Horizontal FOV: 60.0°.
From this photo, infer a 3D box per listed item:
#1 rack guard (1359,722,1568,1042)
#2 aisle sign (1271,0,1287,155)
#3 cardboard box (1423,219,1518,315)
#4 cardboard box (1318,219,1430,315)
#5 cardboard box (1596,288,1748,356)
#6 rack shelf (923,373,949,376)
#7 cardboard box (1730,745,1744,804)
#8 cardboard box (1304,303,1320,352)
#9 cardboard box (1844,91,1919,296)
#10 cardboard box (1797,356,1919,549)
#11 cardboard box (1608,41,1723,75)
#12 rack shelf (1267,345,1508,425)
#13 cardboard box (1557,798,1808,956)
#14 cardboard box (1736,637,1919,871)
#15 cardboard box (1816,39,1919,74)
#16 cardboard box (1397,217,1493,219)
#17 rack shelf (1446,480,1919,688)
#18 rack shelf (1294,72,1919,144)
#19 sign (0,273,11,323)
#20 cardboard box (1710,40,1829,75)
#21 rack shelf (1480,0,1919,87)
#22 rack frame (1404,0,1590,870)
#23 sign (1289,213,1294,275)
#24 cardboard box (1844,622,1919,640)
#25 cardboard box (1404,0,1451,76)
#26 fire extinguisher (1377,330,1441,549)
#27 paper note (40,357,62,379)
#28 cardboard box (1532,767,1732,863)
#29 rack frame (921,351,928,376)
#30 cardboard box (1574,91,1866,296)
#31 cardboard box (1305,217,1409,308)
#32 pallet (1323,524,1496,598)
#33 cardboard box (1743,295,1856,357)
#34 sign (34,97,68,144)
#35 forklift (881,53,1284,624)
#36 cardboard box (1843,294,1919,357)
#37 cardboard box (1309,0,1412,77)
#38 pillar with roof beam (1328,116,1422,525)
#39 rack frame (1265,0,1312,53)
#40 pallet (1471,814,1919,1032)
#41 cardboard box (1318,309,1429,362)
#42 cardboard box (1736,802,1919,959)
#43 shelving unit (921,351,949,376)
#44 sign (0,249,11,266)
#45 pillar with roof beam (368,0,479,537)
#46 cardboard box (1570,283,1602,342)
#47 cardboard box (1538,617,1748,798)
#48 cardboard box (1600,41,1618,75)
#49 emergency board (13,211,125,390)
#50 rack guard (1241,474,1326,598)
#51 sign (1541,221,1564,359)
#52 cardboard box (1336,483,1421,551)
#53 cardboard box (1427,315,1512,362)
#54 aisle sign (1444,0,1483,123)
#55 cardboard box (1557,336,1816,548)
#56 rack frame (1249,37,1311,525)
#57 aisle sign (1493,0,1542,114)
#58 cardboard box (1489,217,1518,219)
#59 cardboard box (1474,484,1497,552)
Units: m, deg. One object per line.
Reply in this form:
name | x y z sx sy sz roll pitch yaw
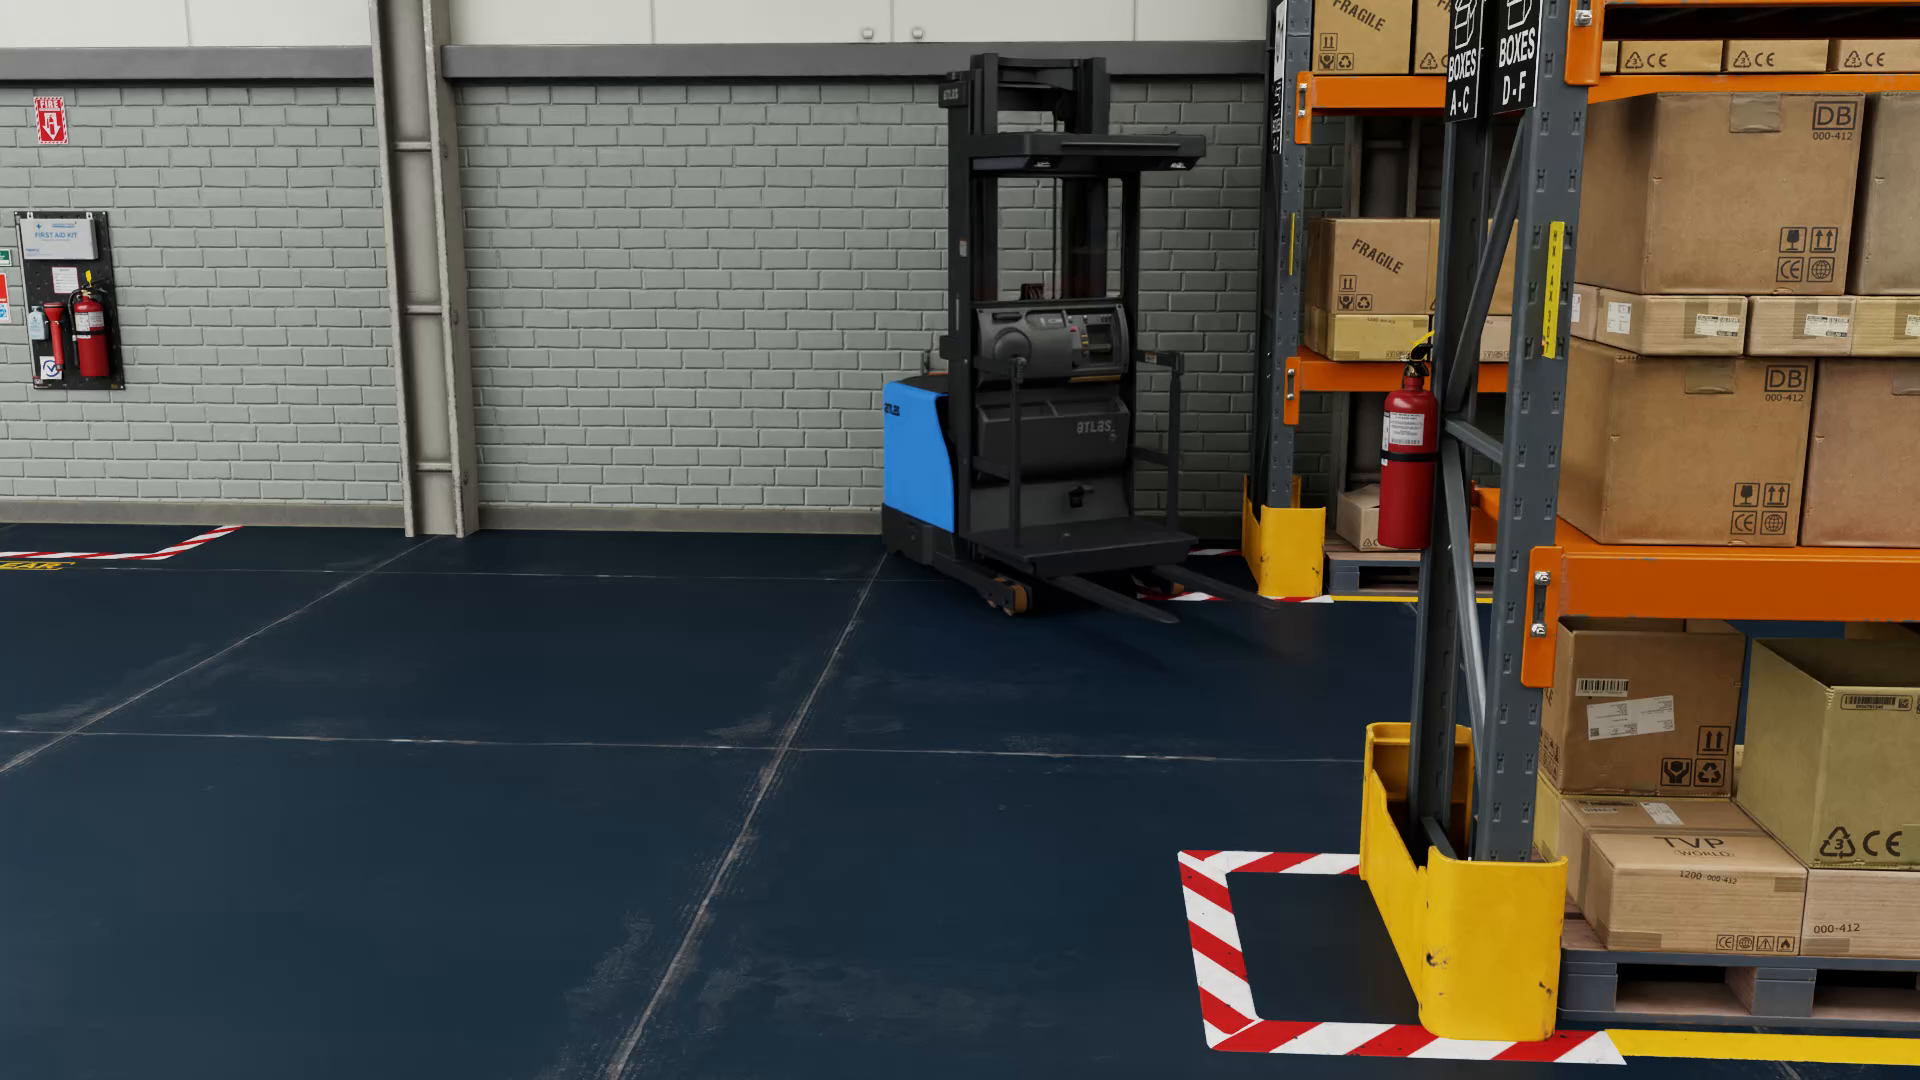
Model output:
rack guard | 1.458 0.965 4.934 0.348 0.500 1.175 1 12 4
aisle sign | 1.717 -2.482 8.960 0.004 0.787 0.394 1 12 4
cardboard box | 2.758 -1.497 9.084 0.500 0.500 0.500 1 12 4
cardboard box | 2.266 -1.506 9.126 0.500 0.500 0.500 1 12 4
cardboard box | 1.859 -0.575 4.364 0.250 0.149 0.380 1 12 3
rack shelf | 0.016 -0.989 10.608 0.480 0.148 0.258 1 11 6
cardboard box | 2.536 0.834 5.147 0.500 0.250 0.500 1 12 4
cardboard box | 2.289 -1.240 9.686 0.500 0.250 0.500 1 12 5
cardboard box | 2.525 -0.926 4.458 0.500 0.500 0.700 0 12 2
cardboard box | 2.471 -0.292 4.593 0.500 0.500 0.700 1 12 5
cardboard box | 3.714 -2.718 8.815 0.500 0.500 0.500 2 12 7
rack shelf | 3.805 -0.891 9.457 4.000 0.370 1.077 1 12 4
cardboard box | 2.002 0.935 4.662 0.500 0.250 0.500 1 12 4
cardboard box | 2.501 0.574 4.555 0.500 0.500 0.500 1 12 4
cardboard box | 4.776 -2.708 8.771 0.500 0.500 0.500 0 12 -1
cardboard box | 2.795 -1.602 9.585 0.500 0.500 0.500 1 12 5
rack shelf | 3.478 0.121 4.619 4.000 0.370 1.077 1 12 4
rack shelf | 3.805 -2.359 9.150 4.000 0.370 1.077 1 12 4
sign | -6.429 -1.607 11.038 0.234 0.329 0.001 1 12 4
cardboard box | 4.221 -2.708 8.770 0.500 0.500 0.500 0 12 2
rack shelf | 3.478 -1.347 4.312 4.000 0.370 1.077 1 12 4
rack frame | 1.482 -0.258 4.676 0.127 3.000 1.000 1 12 4
sign | 1.773 -1.583 8.896 0.005 0.325 0.100 1 12 4
cardboard box | 3.036 0.472 5.042 0.500 0.500 0.500 1 12 4
cardboard box | 2.660 -2.727 8.859 0.500 0.500 0.500 2 12 8
fire extinguisher | 1.395 -0.317 5.146 0.183 0.674 0.296 1 12 4
paper note | -6.056 -1.146 11.074 0.142 0.148 0.016 1 12 4
cardboard box | 2.037 0.829 5.168 0.500 0.250 0.500 1 12 4
rack frame | -0.228 -0.608 10.705 0.015 1.200 0.240 1 11 6
cardboard box | 2.000 -0.932 4.487 0.500 0.500 0.700 1 12 4
cardboard box | 2.294 -1.611 9.628 0.500 0.500 0.500 1 12 3
pallet | 2.693 0.114 9.707 1.213 0.211 1.003 1 12 4
cardboard box | 2.123 -0.572 4.349 0.250 0.149 0.380 0 12 2
sign | -5.886 -2.716 10.765 0.199 0.298 0.001 1 12 4
forklift | 0.615 -1.135 9.036 1.130 2.935 3.031 -6 13 -26
cardboard box | 2.372 -0.568 4.331 0.250 0.149 0.380 1 12 4
cardboard box | 2.126 -2.742 8.929 0.500 0.500 0.500 1 12 5
pillar with roof beam | 2.278 -3.494 5.495 0.400 9.000 9.100 1 12 4
rack frame | 1.809 -4.207 8.900 0.127 3.000 1.000 1 12 4
pallet | 2.248 1.109 4.953 1.213 0.211 1.003 1 12 4
cardboard box | 2.275 -1.135 9.186 0.500 0.250 0.500 0 12 2
cardboard box | 2.501 0.941 4.633 0.500 0.250 0.500 1 12 4
shelving unit | 0.015 -0.603 10.681 0.503 1.200 0.258 1 11 6
sign | -6.425 -1.865 10.975 0.331 0.109 0.001 1 12 4
pillar with roof beam | -3.709 -3.576 5.887 0.400 9.000 9.100 1 12 4
cardboard box | 1.876 -0.658 4.761 0.250 0.149 0.380 1 12 3
cardboard box | 2.037 0.462 5.094 0.500 0.500 0.500 1 12 4
cardboard box | 3.178 -2.721 8.829 0.500 0.500 0.500 1 12 6
emergency board | -5.884 -1.561 10.905 0.643 1.169 0.194 1 12 4
rack guard | 1.885 -0.046 9.765 0.348 0.500 1.175 1 12 4
sign | 1.439 -0.607 4.038 0.005 0.325 0.100 1 12 4
cardboard box | 2.494 -0.142 9.611 0.500 0.311 0.500 -1 12 -3
cardboard box | 2.794 -1.131 9.166 0.500 0.250 0.500 0 12 2
aisle sign | 1.436 -1.592 4.701 0.004 0.787 0.394 1 12 4
cardboard box | 1.947 -0.298 4.623 0.500 0.500 0.700 1 12 4
rack frame | 1.809 -1.270 9.514 0.127 3.000 1.000 1 12 4
aisle sign | 1.396 -1.469 4.115 0.004 0.787 0.394 1 12 4
cardboard box | 3.312 -1.596 9.555 0.500 0.500 0.500 0 12 2
cardboard box | 3.062 -0.134 9.574 0.500 0.311 0.500 2 12 8
